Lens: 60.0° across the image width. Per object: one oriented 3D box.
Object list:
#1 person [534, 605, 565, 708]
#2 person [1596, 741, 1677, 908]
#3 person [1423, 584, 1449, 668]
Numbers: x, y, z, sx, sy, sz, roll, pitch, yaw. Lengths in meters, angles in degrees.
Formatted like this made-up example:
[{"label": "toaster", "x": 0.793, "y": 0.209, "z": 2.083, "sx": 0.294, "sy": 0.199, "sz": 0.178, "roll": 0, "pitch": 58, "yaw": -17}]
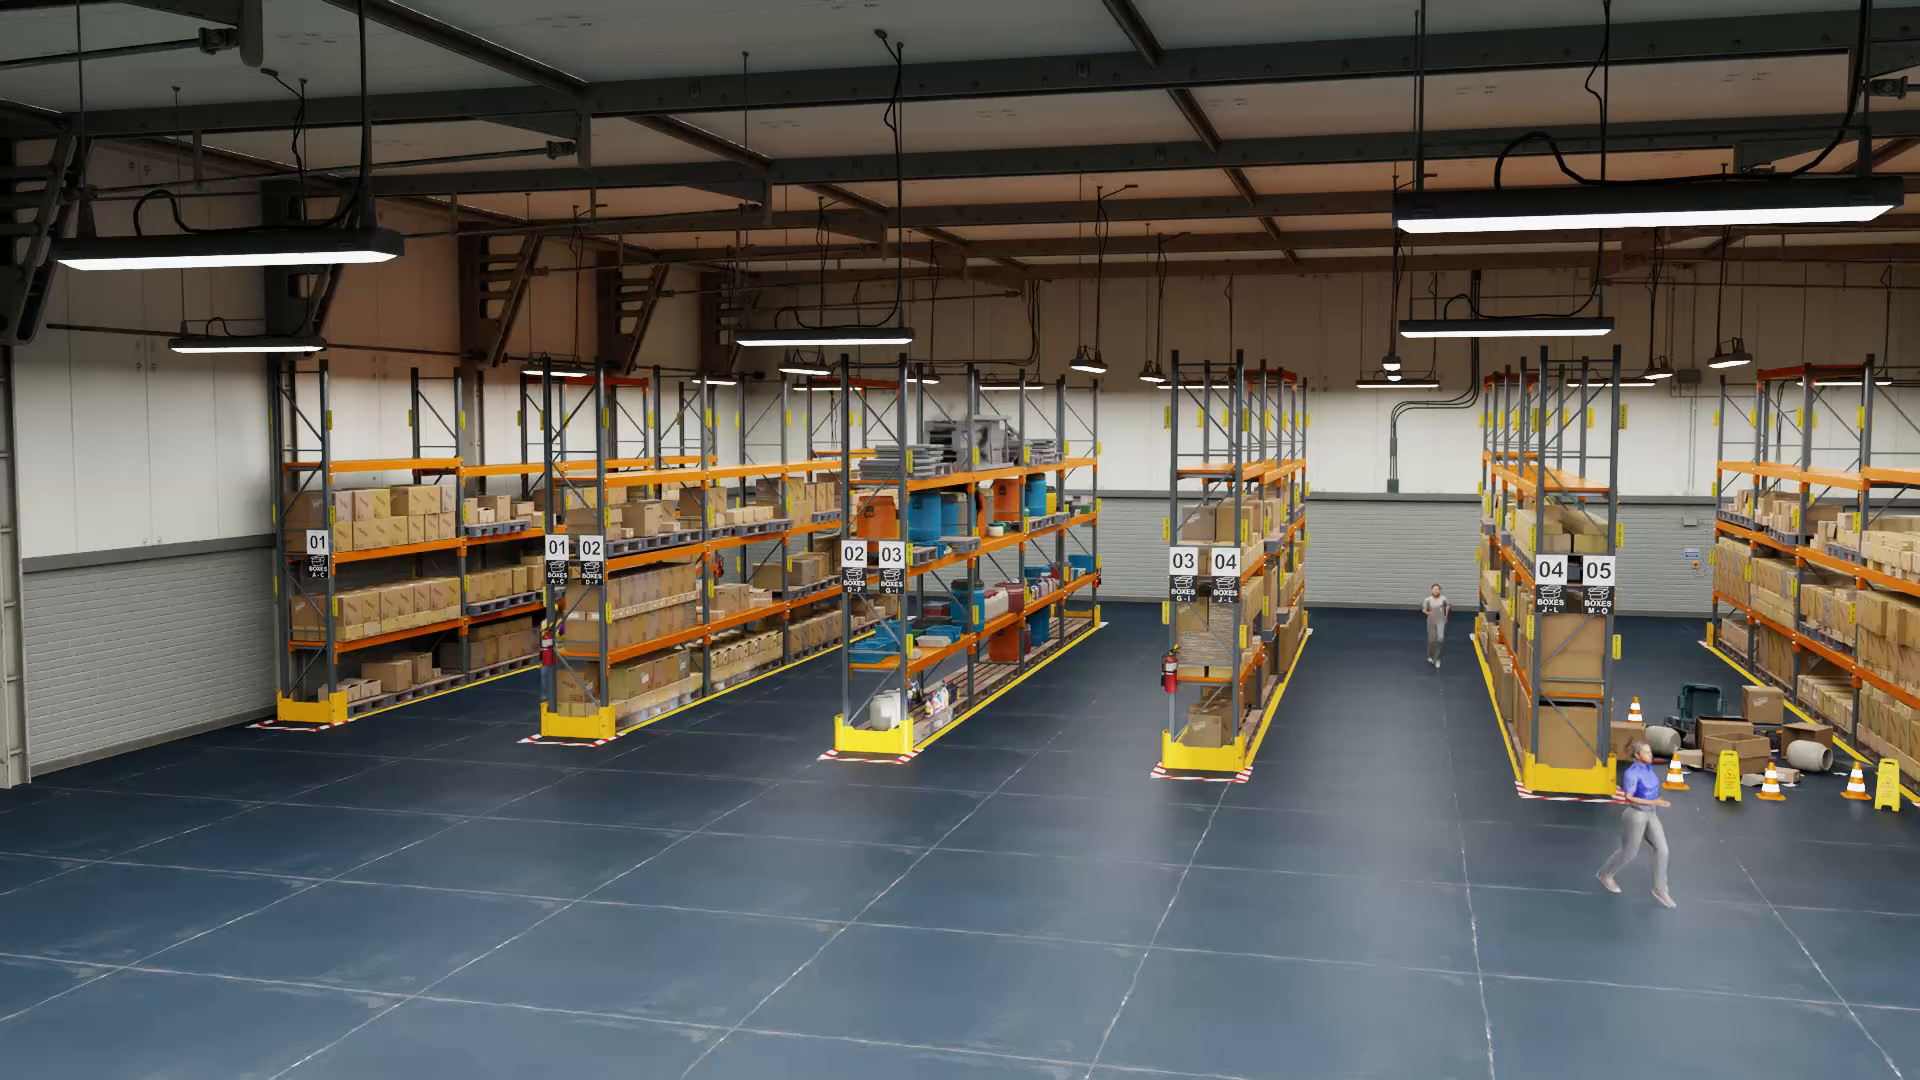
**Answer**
[{"label": "person", "x": -7.124, "y": 1.997, "z": 29.088, "sx": 0.704, "sy": 1.768, "sz": 0.888, "roll": 1, "pitch": 4, "yaw": 8}, {"label": "person", "x": 7.068, "y": 2.936, "z": 17.332, "sx": 0.582, "sy": 1.706, "sz": 0.826, "roll": -3, "pitch": 5, "yaw": -36}, {"label": "person", "x": 9.705, "y": 1.738, "z": 33.941, "sx": 0.517, "sy": 1.718, "sz": 0.798, "roll": 1, "pitch": 4, "yaw": 17}]
